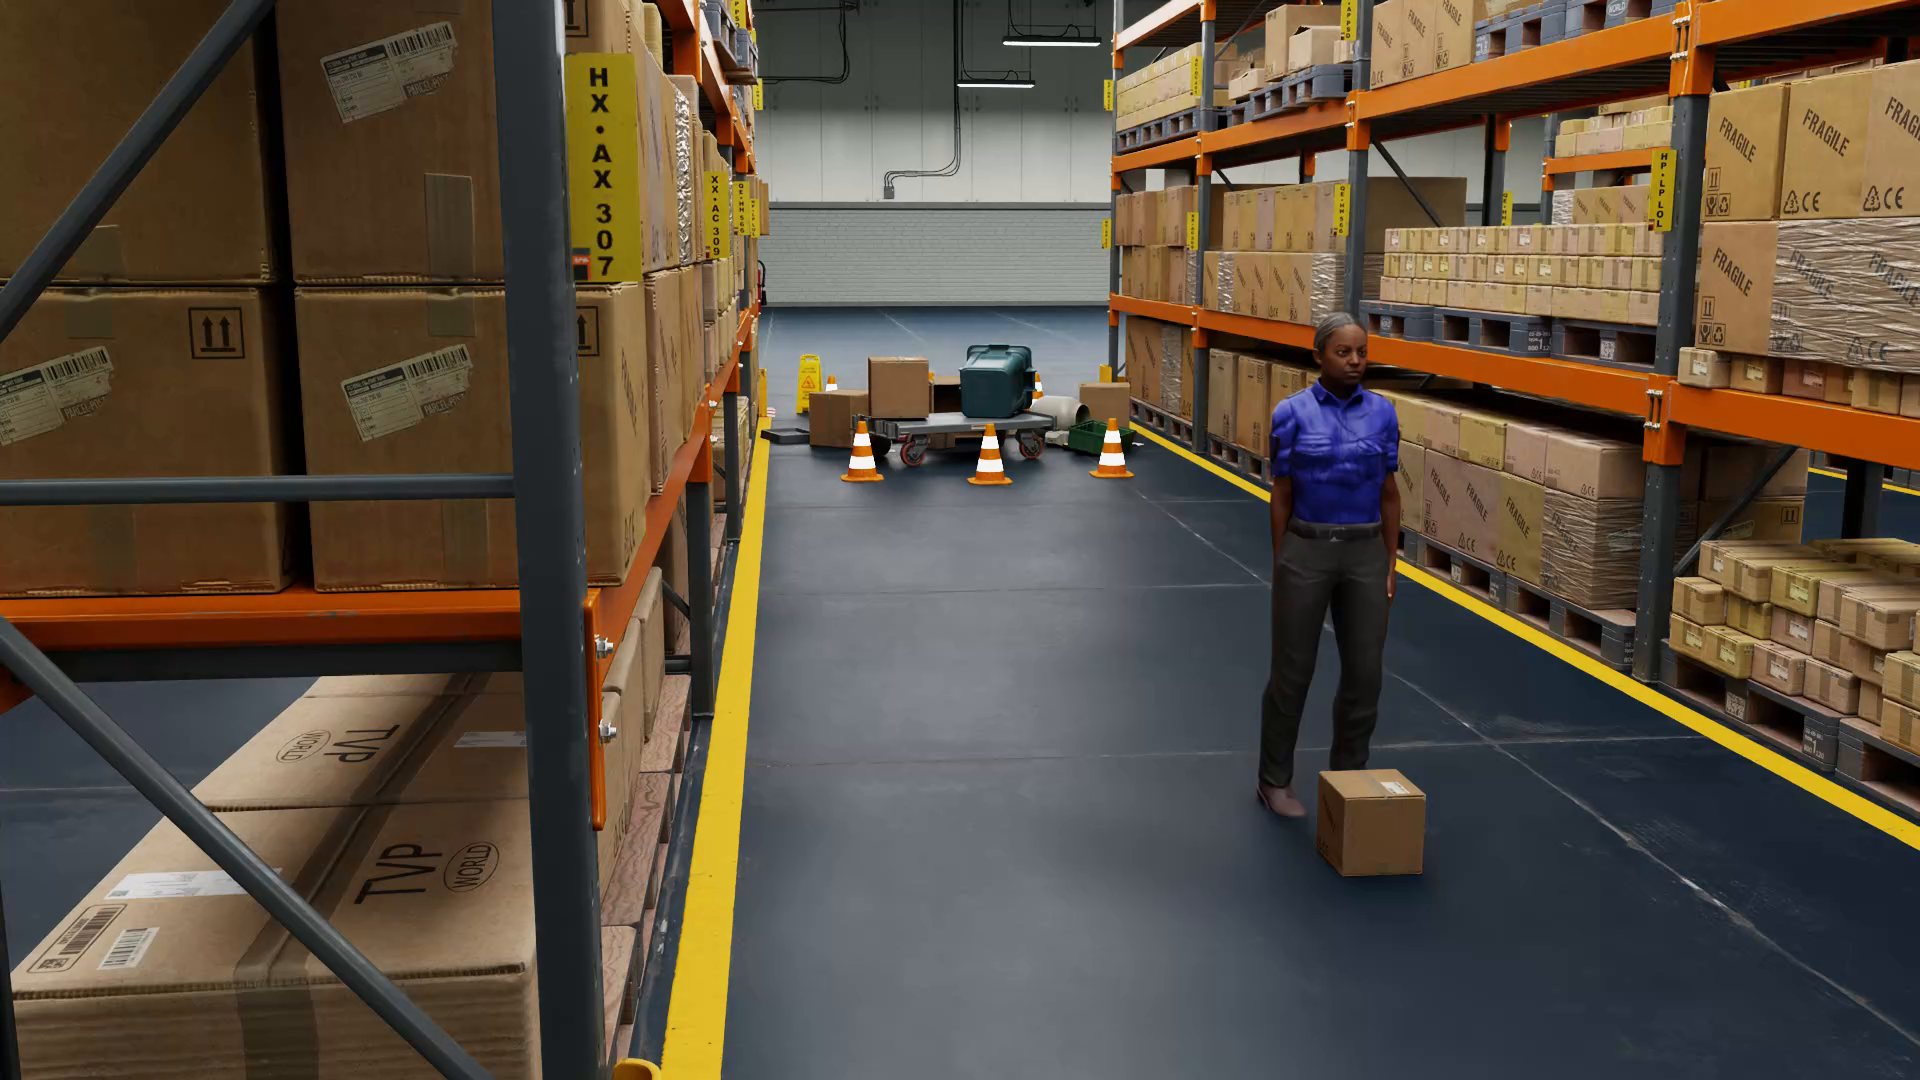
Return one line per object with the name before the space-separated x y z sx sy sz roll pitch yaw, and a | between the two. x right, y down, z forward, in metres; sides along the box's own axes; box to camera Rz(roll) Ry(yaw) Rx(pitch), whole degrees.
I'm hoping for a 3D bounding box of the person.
person | 1.225 0.097 5.443 0.436 1.675 0.322 -1 10 -4
